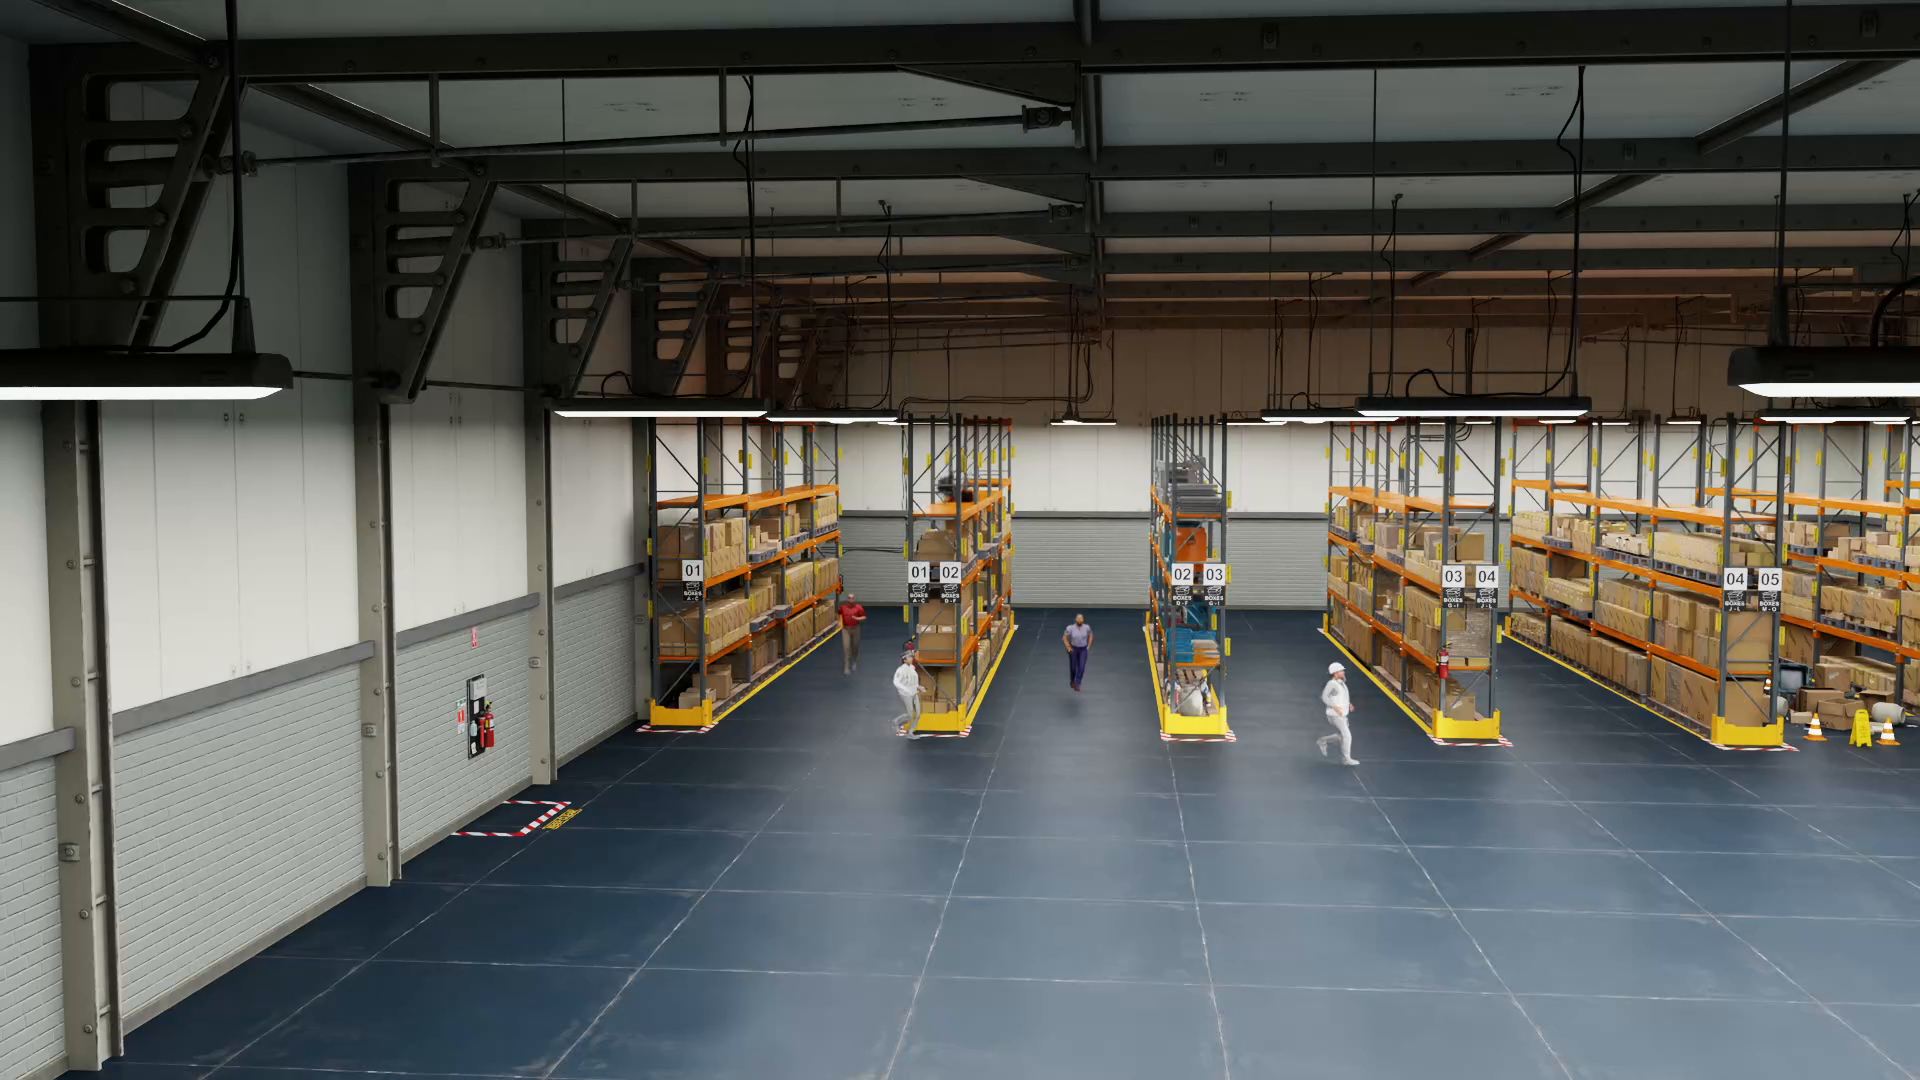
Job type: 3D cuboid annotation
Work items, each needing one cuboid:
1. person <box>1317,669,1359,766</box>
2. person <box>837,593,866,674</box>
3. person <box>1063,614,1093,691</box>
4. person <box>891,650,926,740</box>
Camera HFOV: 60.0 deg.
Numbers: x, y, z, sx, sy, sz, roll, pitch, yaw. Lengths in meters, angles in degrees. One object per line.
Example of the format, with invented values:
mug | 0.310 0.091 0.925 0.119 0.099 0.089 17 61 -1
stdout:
person | 6.413 2.984 28.277 0.796 1.699 0.690 2 5 32
person | -2.434 2.074 37.209 0.656 1.753 0.905 0 4 -3
person | 2.469 2.322 34.648 0.627 1.599 0.593 0 4 -4
person | -0.954 2.837 30.599 0.558 1.645 0.616 3 5 37
